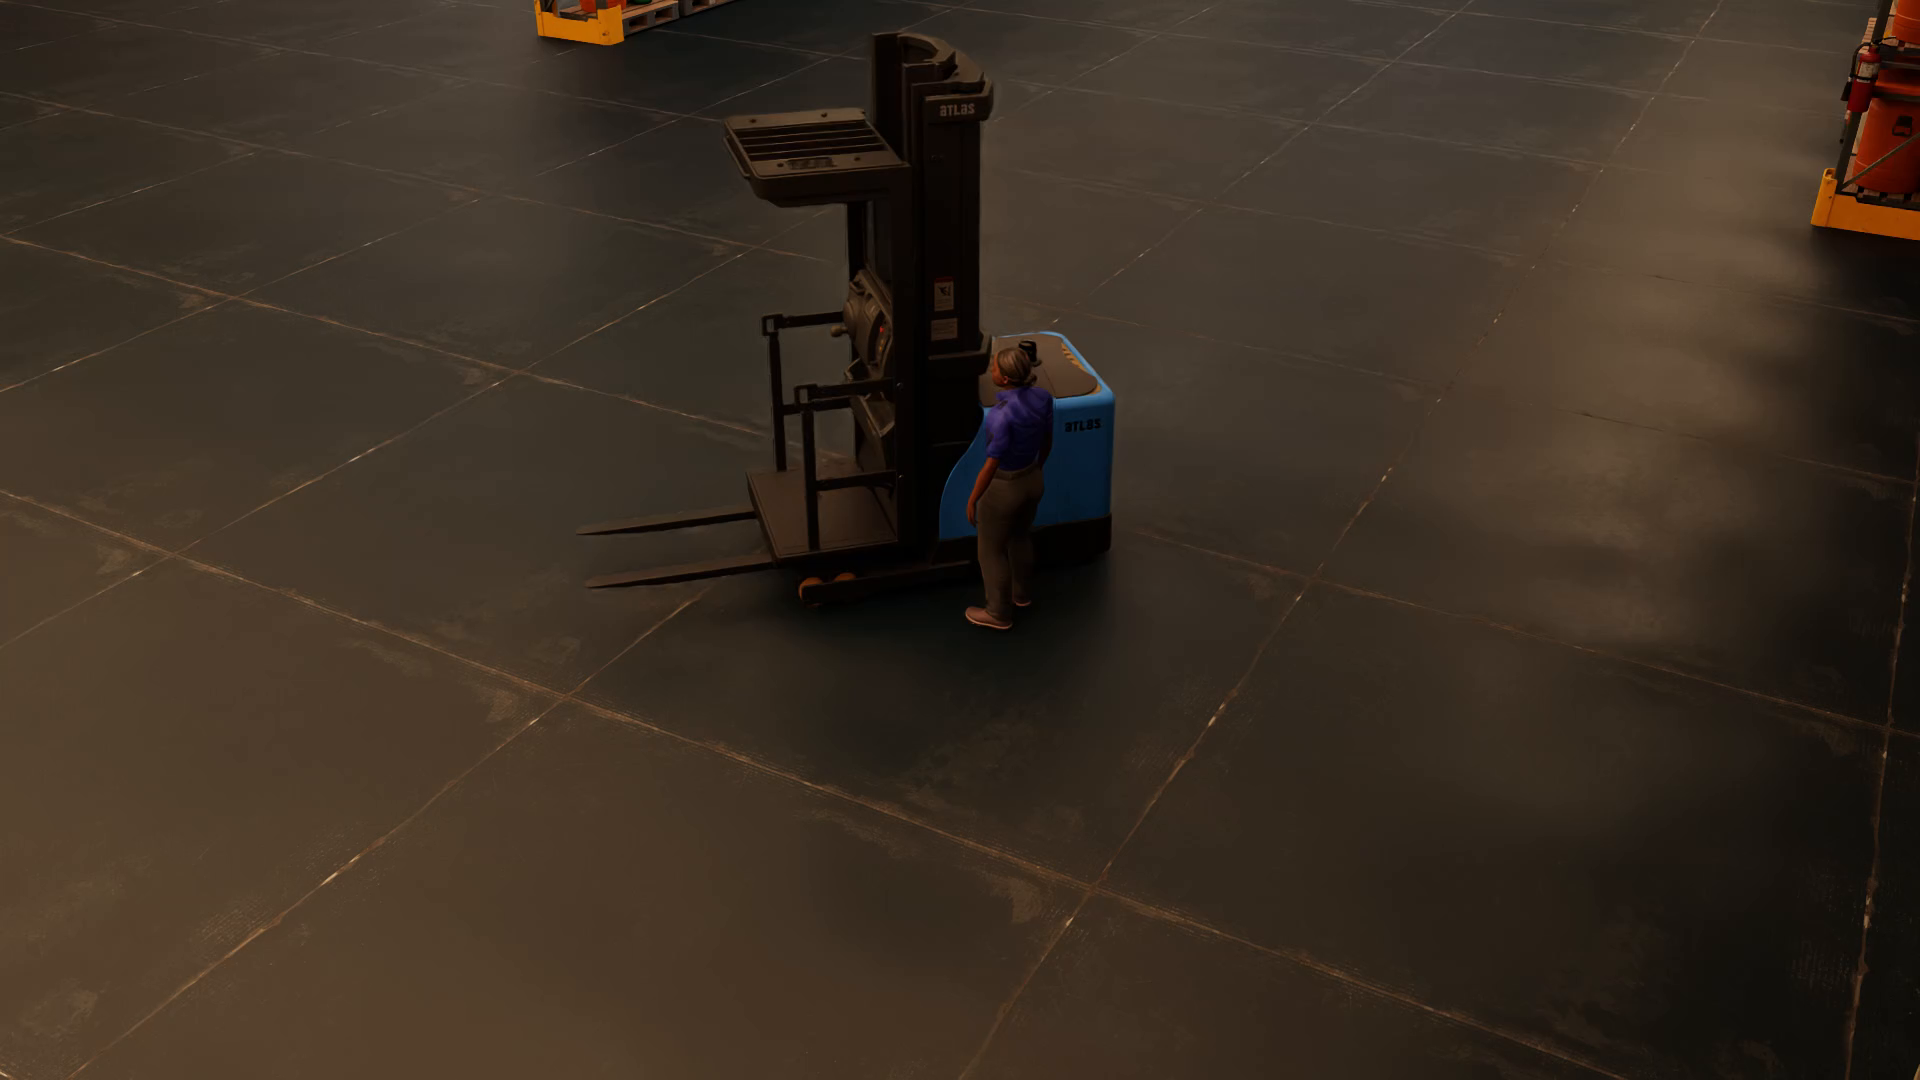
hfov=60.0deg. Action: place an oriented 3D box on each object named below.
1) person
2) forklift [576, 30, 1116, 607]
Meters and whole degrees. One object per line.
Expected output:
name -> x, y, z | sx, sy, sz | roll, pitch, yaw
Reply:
person -> 0.218, -0.287, 8.844 | 0.448, 1.659, 0.561 | 23, 37, 34
forklift -> -0.687, -1.185, 9.123 | 3.031, 2.935, 1.130 | -8, 31, -14
